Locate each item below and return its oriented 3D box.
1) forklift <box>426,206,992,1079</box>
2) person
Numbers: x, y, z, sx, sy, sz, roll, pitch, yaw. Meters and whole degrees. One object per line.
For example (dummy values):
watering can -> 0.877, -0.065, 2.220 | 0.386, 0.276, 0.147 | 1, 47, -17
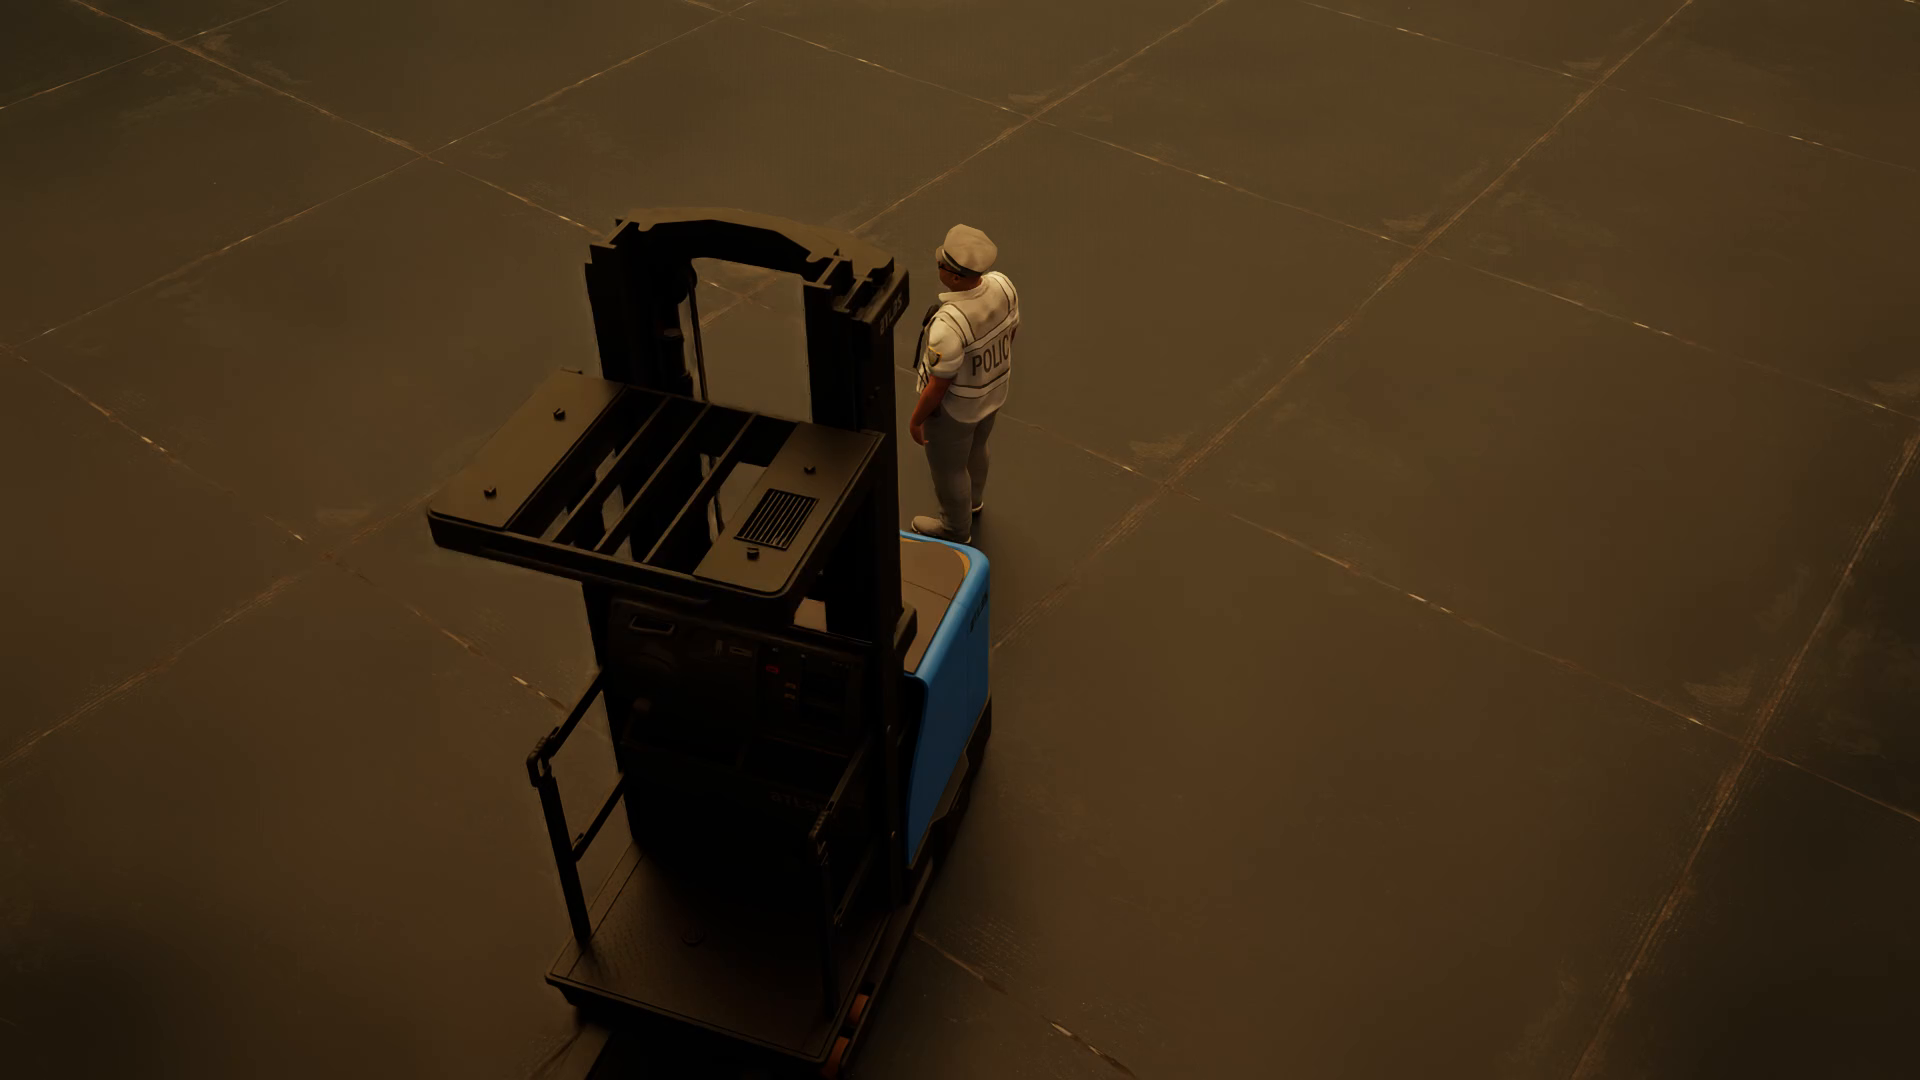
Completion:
forklift -> -0.827, 0.542, 5.438 | 1.130, 2.935, 3.031 | 13, 42, 14
person -> -0.054, -0.720, 7.794 | 0.575, 1.780, 0.640 | 26, 47, 28
